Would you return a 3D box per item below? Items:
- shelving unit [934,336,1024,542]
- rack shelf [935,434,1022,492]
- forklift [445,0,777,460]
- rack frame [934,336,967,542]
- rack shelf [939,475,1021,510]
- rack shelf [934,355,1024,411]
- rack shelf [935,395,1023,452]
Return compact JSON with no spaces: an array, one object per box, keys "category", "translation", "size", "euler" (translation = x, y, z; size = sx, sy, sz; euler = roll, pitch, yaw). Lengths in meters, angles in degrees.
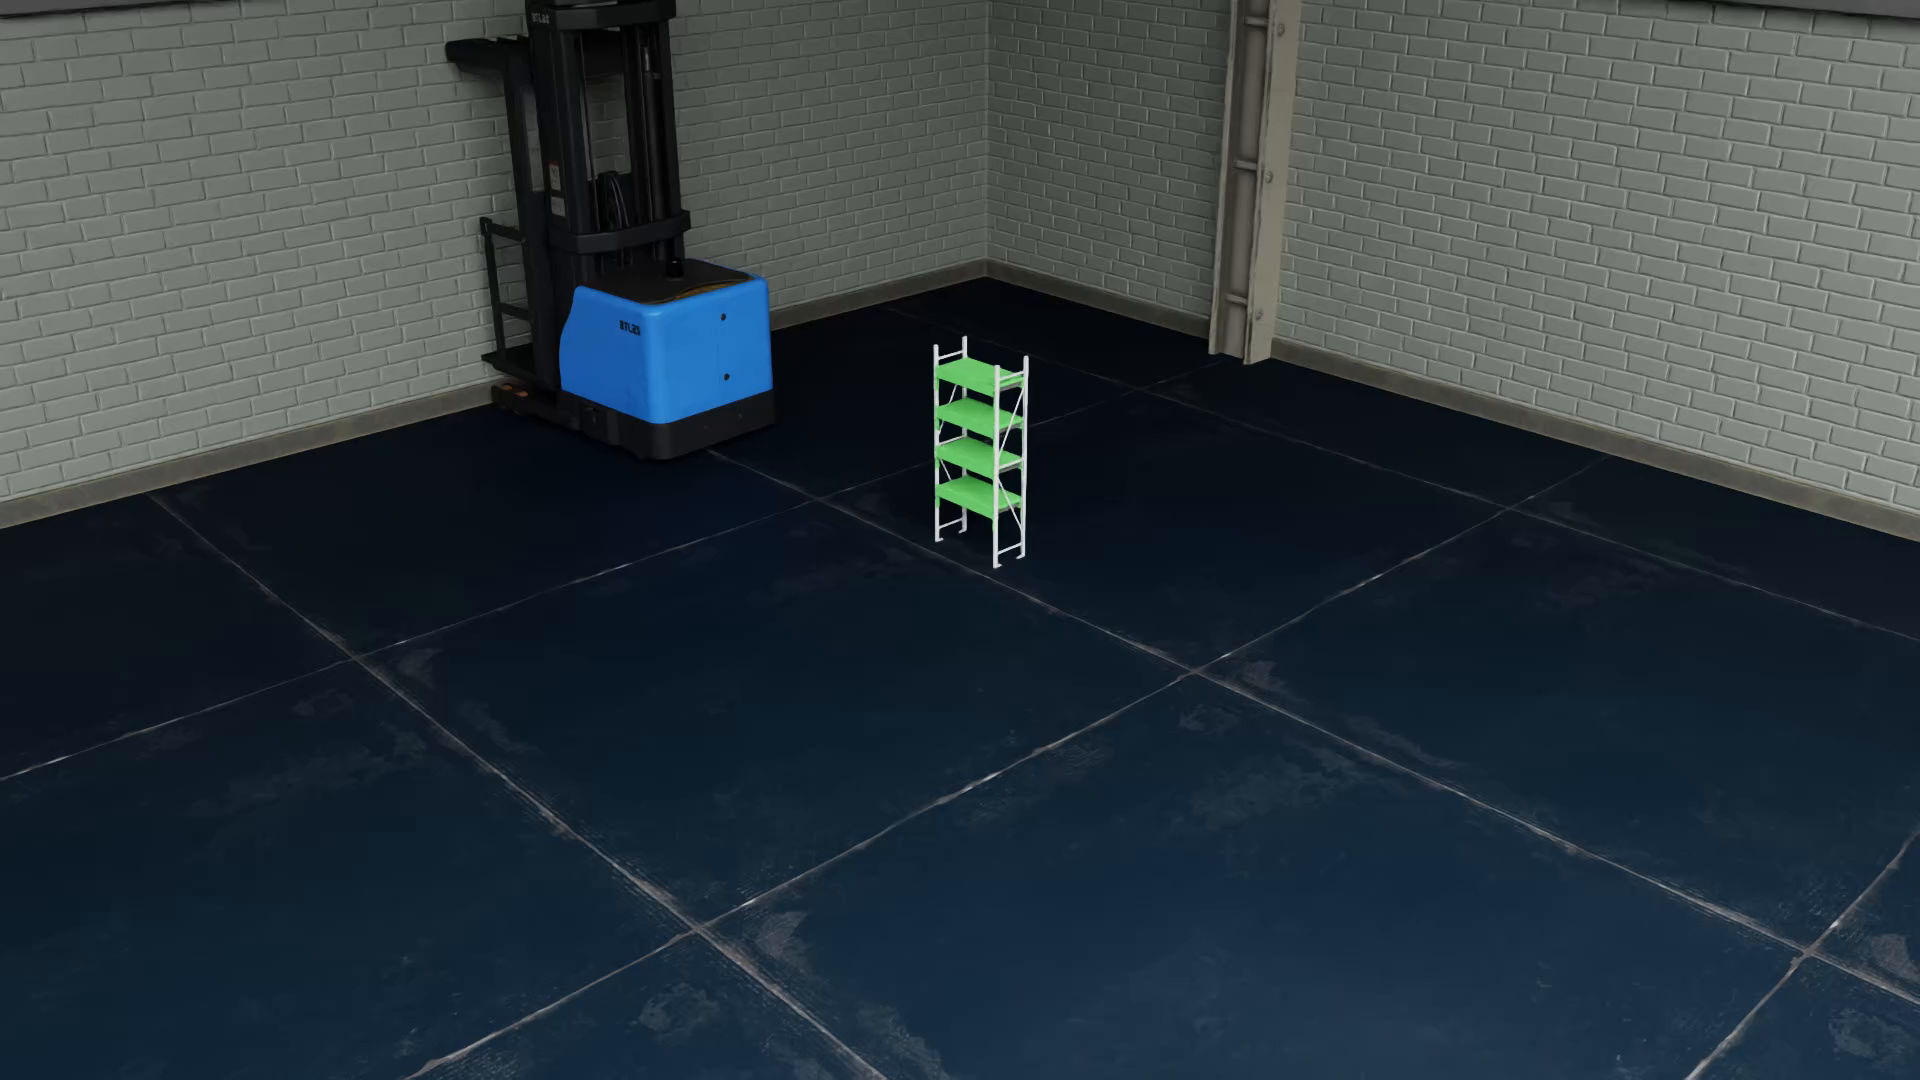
[{"category":"shelving unit","translation":[0.109,-0.497,9.395],"size":[0.258,1.200,0.492],"euler":[-21,32,-38]},{"category":"rack shelf","translation":[0.113,-0.438,9.418],"size":[0.258,0.148,0.480],"euler":[-21,32,-38]},{"category":"forklift","translation":[-2.678,-2.351,11.372],"size":[3.031,2.935,1.130],"euler":[21,32,38]},{"category":"rack frame","translation":[-0.054,-0.570,9.553],"size":[0.240,1.200,0.015],"euler":[-21,32,-38]},{"category":"rack shelf","translation":[0.113,-0.268,9.495],"size":[0.221,0.021,0.457],"euler":[-21,32,-38]},{"category":"rack shelf","translation":[0.113,-0.874,9.218],"size":[0.258,0.148,0.480],"euler":[-21,32,-38]},{"category":"rack shelf","translation":[0.113,-0.656,9.318],"size":[0.258,0.148,0.480],"euler":[-21,32,-38]}]
